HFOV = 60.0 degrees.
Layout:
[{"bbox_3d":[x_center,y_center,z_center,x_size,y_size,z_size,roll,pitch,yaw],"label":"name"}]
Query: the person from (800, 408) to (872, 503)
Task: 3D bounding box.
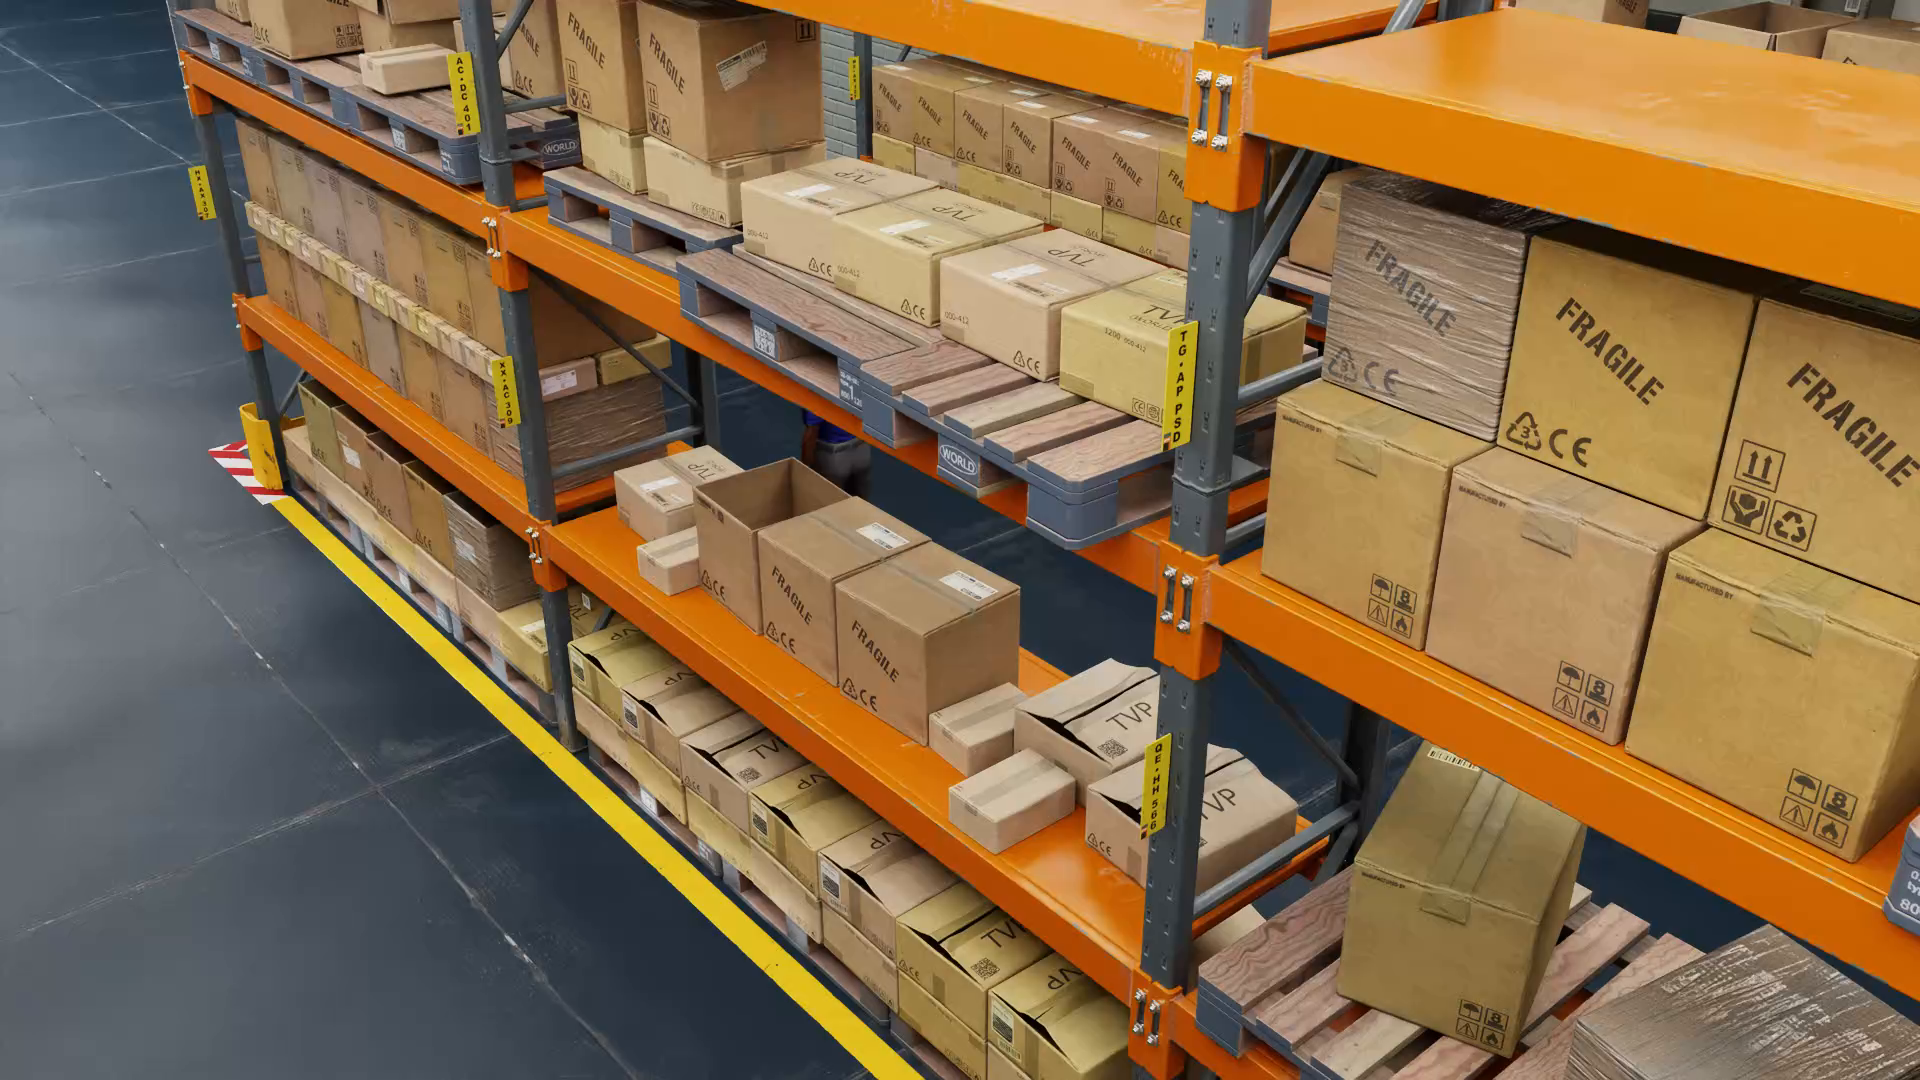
[{"bbox_3d":[-0.696,-0.460,9.480,0.531,1.656,0.346,-24,36,-37],"label":"person"}]
